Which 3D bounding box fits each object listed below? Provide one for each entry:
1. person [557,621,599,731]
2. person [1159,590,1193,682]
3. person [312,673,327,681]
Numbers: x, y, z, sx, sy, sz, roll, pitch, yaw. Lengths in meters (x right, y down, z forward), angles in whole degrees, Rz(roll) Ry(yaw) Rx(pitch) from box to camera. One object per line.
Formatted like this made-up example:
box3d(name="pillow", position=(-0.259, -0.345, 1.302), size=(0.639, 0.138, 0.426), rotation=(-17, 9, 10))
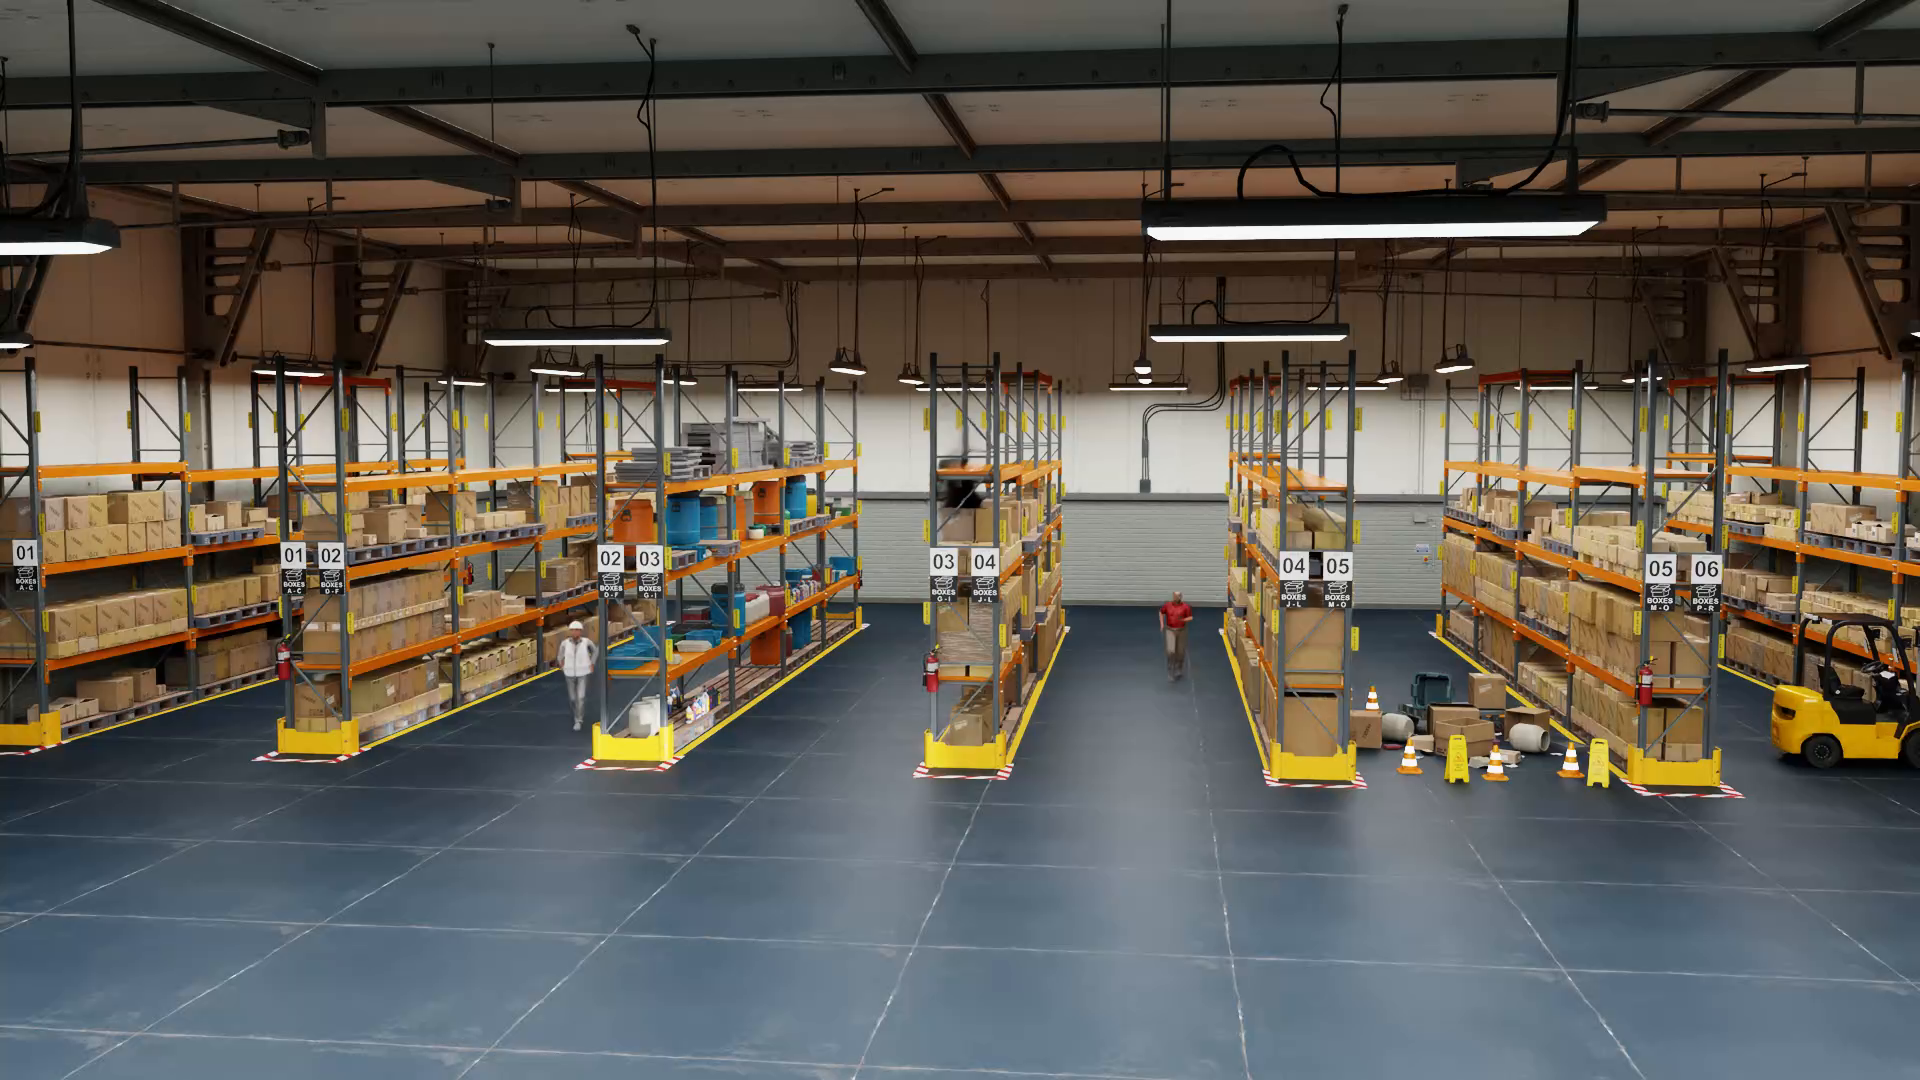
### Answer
box3d(name="person", position=(-6.261, 2.192, 27.267), size=(0.646, 1.764, 0.927), rotation=(0, 4, -2))
box3d(name="person", position=(4.203, 1.867, 32.303), size=(0.632, 1.802, 0.783), rotation=(0, 4, 3))
box3d(name="person", position=(-11.190, 2.123, 29.149), size=(0.572, 1.658, 0.822), rotation=(0, 4, -5))
